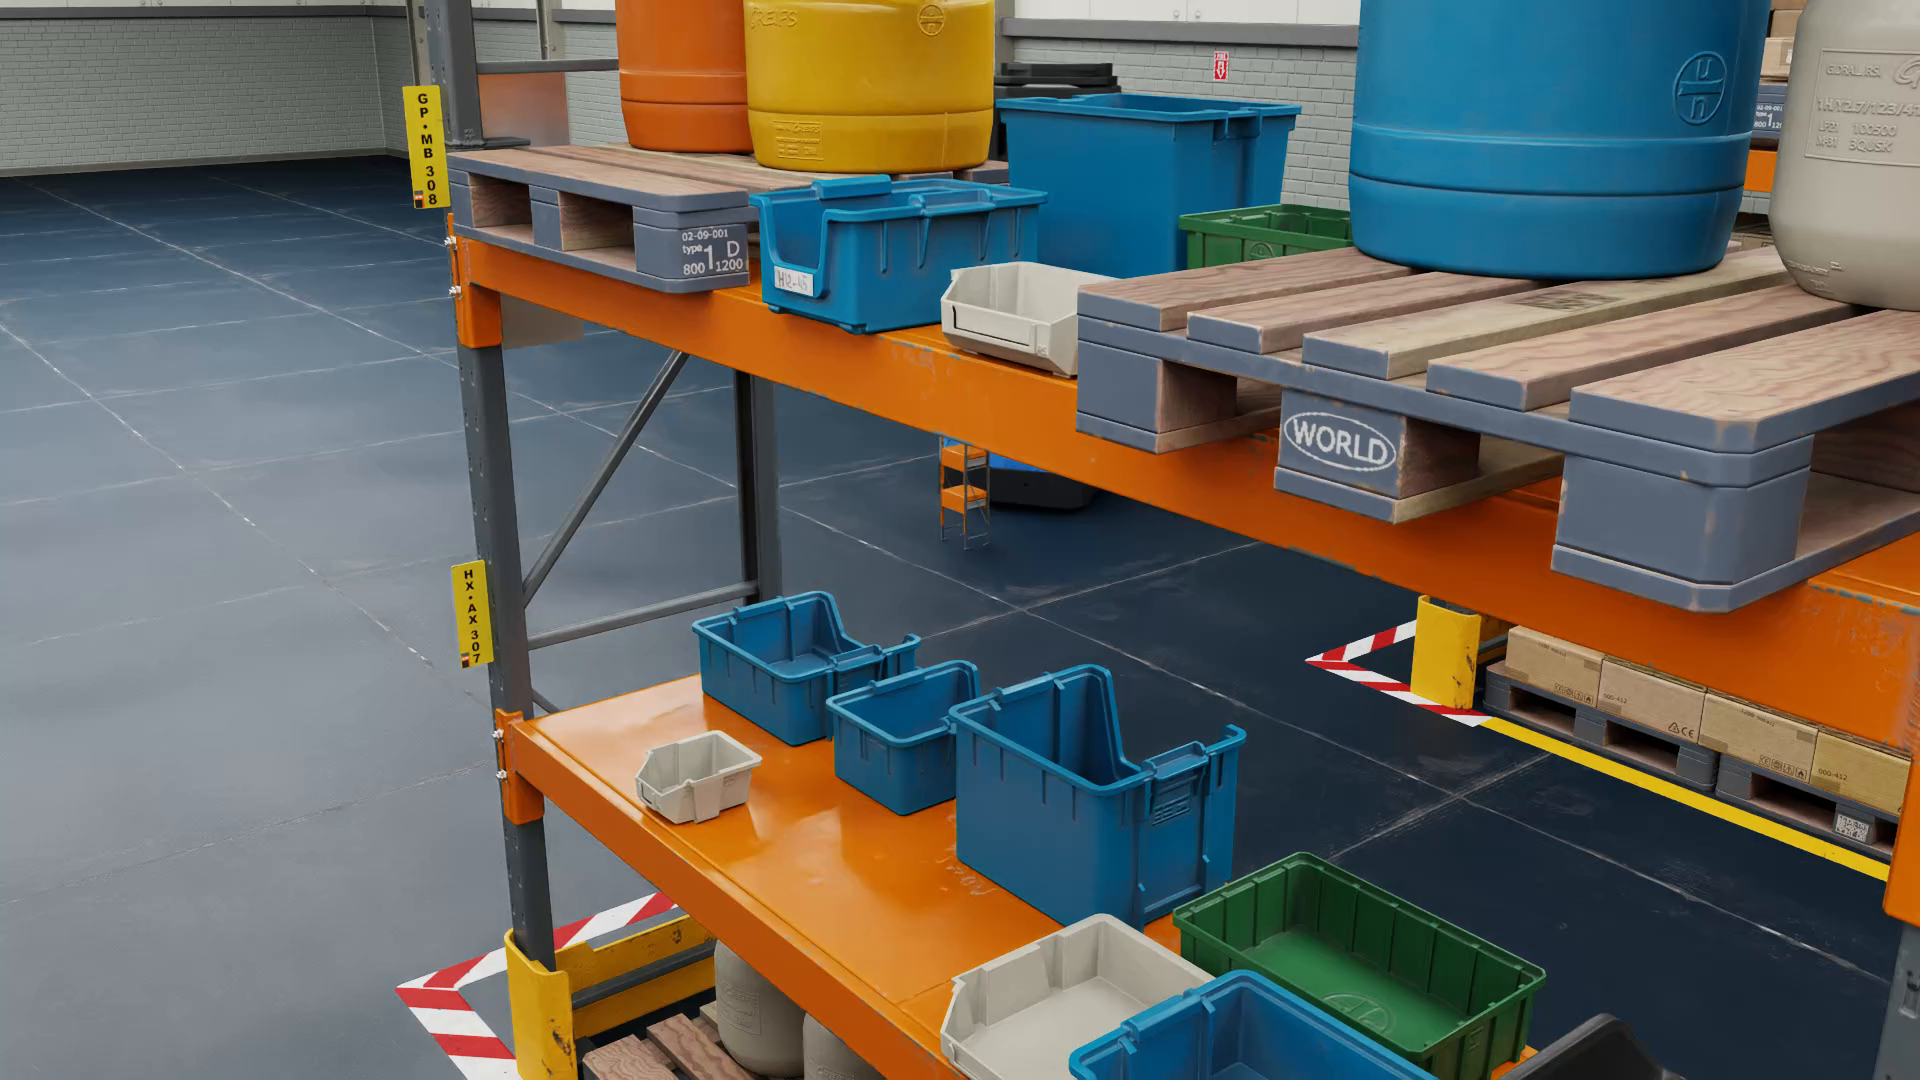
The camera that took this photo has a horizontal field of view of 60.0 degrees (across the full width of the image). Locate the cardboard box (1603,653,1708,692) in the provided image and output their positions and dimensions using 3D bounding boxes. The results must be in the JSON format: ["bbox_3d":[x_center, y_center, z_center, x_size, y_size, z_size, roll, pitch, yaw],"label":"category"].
[{"bbox_3d":[3.332,0.331,7.605,0.500,0.500,0.500,-14,23,-36],"label":"cardboard box"}]

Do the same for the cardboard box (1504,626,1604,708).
[{"bbox_3d":[3.020,0.564,8.094,0.500,0.250,0.500,-14,23,-36],"label":"cardboard box"}]

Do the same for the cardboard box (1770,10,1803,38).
[{"bbox_3d":[3.783,-2.104,7.020,0.500,0.250,0.500,-14,23,-36],"label":"cardboard box"}]

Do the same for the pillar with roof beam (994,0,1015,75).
[{"bbox_3d":[-2.970,-6.646,16.619,9.100,9.000,0.400,-14,23,-36],"label":"pillar with roof beam"}]

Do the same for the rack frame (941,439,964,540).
[{"bbox_3d":[-0.043,-0.515,10.748,0.200,1.050,0.008,-14,23,-36],"label":"rack frame"}]

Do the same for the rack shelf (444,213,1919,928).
[{"bbox_3d":[0.218,-0.341,3.494,1.077,0.370,4.000,-14,23,-36],"label":"rack shelf"}]

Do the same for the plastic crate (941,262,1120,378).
[{"bbox_3d":[0.146,-0.382,2.890,0.243,0.136,0.396,-14,23,-36],"label":"plastic crate"}]

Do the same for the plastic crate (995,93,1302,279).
[{"bbox_3d":[0.396,-0.757,3.630,0.392,0.384,0.575,-14,23,-36],"label":"plastic crate"}]

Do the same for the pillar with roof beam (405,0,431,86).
[{"bbox_3d":[-14.146,-11.082,30.014,9.100,9.000,0.400,-14,23,-36],"label":"pillar with roof beam"}]

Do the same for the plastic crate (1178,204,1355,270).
[{"bbox_3d":[0.694,-0.531,3.261,0.336,0.188,0.450,-14,23,-36],"label":"plastic crate"}]

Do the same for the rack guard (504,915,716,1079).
[{"bbox_3d":[-0.940,1.444,5.705,1.175,0.500,0.348,-14,23,-36],"label":"rack guard"}]

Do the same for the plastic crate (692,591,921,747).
[{"bbox_3d":[-0.478,0.384,5.168,0.499,0.251,0.616,-14,23,-36],"label":"plastic crate"}]

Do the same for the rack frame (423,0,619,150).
[{"bbox_3d":[-1.024,-2.600,4.398,1.000,3.000,0.127,-14,23,-36],"label":"rack frame"}]

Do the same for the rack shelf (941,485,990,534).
[{"bbox_3d":[0.033,-0.211,10.748,0.215,0.259,0.240,-14,23,-36],"label":"rack shelf"}]

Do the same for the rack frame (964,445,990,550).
[{"bbox_3d":[0.109,-0.455,10.567,0.200,1.050,0.008,-14,23,-36],"label":"rack frame"}]

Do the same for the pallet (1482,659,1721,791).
[{"bbox_3d":[3.369,0.786,8.152,1.003,0.211,1.213,-14,23,-36],"label":"pallet"}]

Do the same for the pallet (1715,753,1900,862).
[{"bbox_3d":[4.122,1.087,7.244,1.003,0.211,1.213,-14,23,-36],"label":"pallet"}]

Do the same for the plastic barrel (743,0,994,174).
[{"bbox_3d":[-0.216,-1.208,4.000,0.600,0.588,0.600,0,18,0],"label":"plastic barrel"}]

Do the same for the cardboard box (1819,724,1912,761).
[{"bbox_3d":[3.949,0.578,6.858,0.500,0.500,0.500,-14,23,-36],"label":"cardboard box"}]

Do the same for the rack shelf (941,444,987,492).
[{"bbox_3d":[0.033,-0.475,10.661,0.215,0.259,0.240,-14,23,-36],"label":"rack shelf"}]

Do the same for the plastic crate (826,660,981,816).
[{"bbox_3d":[-0.080,0.545,4.682,0.499,0.251,0.408,-14,23,-36],"label":"plastic crate"}]

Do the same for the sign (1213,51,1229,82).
[{"bbox_3d":[2.698,-4.898,17.196,0.001,0.298,0.199,-14,23,-36],"label":"sign"}]

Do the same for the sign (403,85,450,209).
[{"bbox_3d":[-1.458,-1.074,4.547,0.100,0.325,0.005,-14,23,-36],"label":"sign"}]

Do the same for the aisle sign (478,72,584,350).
[{"bbox_3d":[-1.298,-0.946,4.813,0.394,0.787,0.004,-14,23,-36],"label":"aisle sign"}]

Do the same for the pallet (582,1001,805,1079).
[{"bbox_3d":[-0.439,1.783,5.143,1.003,0.211,1.213,-14,23,-36],"label":"pallet"}]

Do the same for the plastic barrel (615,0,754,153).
[{"bbox_3d":[-0.622,-1.484,4.449,0.600,0.830,0.708,-14,23,-36],"label":"plastic barrel"}]

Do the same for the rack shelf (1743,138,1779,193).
[{"bbox_3d":[4.103,-1.307,6.411,1.077,0.370,4.000,-14,23,-36],"label":"rack shelf"}]

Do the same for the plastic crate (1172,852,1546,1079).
[{"bbox_3d":[0.838,0.945,3.574,0.450,0.188,0.662,-14,23,-36],"label":"plastic crate"}]

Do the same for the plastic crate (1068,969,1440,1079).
[{"bbox_3d":[0.560,1.085,3.051,0.499,0.251,0.616,-14,23,-36],"label":"plastic crate"}]

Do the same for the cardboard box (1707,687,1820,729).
[{"bbox_3d":[3.653,0.451,7.240,0.500,0.500,0.500,-14,23,-36],"label":"cardboard box"}]

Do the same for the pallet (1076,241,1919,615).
[{"bbox_3d":[0.935,-0.259,2.402,1.213,0.211,1.003,-14,23,-36],"label":"pallet"}]

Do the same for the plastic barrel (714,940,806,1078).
[{"bbox_3d":[-0.555,1.377,5.221,0.421,0.512,0.421,0,18,0],"label":"plastic barrel"}]

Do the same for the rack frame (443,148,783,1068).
[{"bbox_3d":[-1.024,0.248,5.341,1.000,3.000,0.127,-14,23,-36],"label":"rack frame"}]

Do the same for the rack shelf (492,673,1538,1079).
[{"bbox_3d":[0.218,1.083,3.966,1.077,0.370,4.000,-14,23,-36],"label":"rack shelf"}]

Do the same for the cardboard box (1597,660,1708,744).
[{"bbox_3d":[3.333,0.686,7.724,0.500,0.250,0.500,-14,23,-36],"label":"cardboard box"}]

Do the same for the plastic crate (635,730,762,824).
[{"bbox_3d":[-0.720,0.657,4.527,0.298,0.136,0.250,-14,23,-36],"label":"plastic crate"}]

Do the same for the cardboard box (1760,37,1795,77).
[{"bbox_3d":[3.454,-1.964,6.758,0.380,0.149,0.250,-14,23,-36],"label":"cardboard box"}]

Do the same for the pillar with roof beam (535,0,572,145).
[{"bbox_3d":[-10.421,-9.603,25.549,9.100,9.000,0.400,-14,23,-36],"label":"pillar with roof beam"}]

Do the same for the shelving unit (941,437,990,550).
[{"bbox_3d":[0.033,-0.485,10.658,0.215,1.050,0.252,-14,23,-36],"label":"shelving unit"}]

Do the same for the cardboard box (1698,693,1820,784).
[{"bbox_3d":[3.643,0.810,7.352,0.500,0.250,0.500,-14,23,-36],"label":"cardboard box"}]

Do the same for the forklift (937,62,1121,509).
[{"bbox_3d":[0.803,-2.026,12.318,1.130,2.935,3.031,6,19,18],"label":"forklift"}]

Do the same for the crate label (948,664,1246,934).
[{"bbox_3d":[0.331,0.632,4.125,0.502,0.435,0.616,-14,23,-36],"label":"crate label"}]

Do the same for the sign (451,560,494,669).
[{"bbox_3d":[-1.458,0.223,4.976,0.100,0.325,0.005,-14,23,-36],"label":"sign"}]

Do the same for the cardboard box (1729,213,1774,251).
[{"bbox_3d":[3.505,-1.122,7.256,0.700,0.500,0.500,-15,23,-38],"label":"cardboard box"}]

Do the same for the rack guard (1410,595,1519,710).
[{"bbox_3d":[2.847,0.463,8.669,1.175,0.500,0.348,-14,23,-36],"label":"rack guard"}]

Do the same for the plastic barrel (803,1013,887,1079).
[{"bbox_3d":[-0.244,1.501,4.848,0.421,0.512,0.421,0,18,0],"label":"plastic barrel"}]

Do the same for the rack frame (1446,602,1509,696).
[{"bbox_3d":[2.861,-0.718,8.258,1.000,3.000,0.127,-14,23,-36],"label":"rack frame"}]

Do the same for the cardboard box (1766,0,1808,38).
[{"bbox_3d":[3.215,-2.314,7.252,0.797,0.503,0.637,-12,22,-32],"label":"cardboard box"}]

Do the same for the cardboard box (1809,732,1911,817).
[{"bbox_3d":[3.950,0.934,6.977,0.500,0.250,0.500,-14,23,-36],"label":"cardboard box"}]

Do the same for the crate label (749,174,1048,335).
[{"bbox_3d":[-0.121,-0.579,3.305,0.502,0.251,0.408,-14,23,-36],"label":"crate label"}]

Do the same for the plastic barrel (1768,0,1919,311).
[{"bbox_3d":[1.346,-0.587,2.245,0.421,0.512,0.421,0,18,0],"label":"plastic barrel"}]

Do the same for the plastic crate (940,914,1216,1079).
[{"bbox_3d":[0.253,1.008,3.465,0.530,0.136,0.437,-14,23,-36],"label":"plastic crate"}]

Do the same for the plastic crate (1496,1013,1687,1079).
[{"bbox_3d":[1.234,1.110,2.839,0.767,0.338,0.504,-14,23,-36],"label":"plastic crate"}]

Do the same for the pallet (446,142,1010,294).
[{"bbox_3d":[-0.587,-0.863,4.226,1.003,0.211,1.213,-14,23,-36],"label":"pallet"}]

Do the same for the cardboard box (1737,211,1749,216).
[{"bbox_3d":[3.174,-1.250,7.644,0.700,0.500,0.500,-14,23,-36],"label":"cardboard box"}]

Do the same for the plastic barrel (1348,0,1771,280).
[{"bbox_3d":[0.926,-0.894,2.552,0.600,0.901,0.708,-14,23,-36],"label":"plastic barrel"}]

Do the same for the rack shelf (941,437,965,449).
[{"bbox_3d":[0.033,-0.745,10.572,0.215,0.259,0.240,-14,23,-36],"label":"rack shelf"}]

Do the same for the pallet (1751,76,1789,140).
[{"bbox_3d":[3.280,-1.920,7.259,1.003,0.211,1.213,-14,23,-36],"label":"pallet"}]
